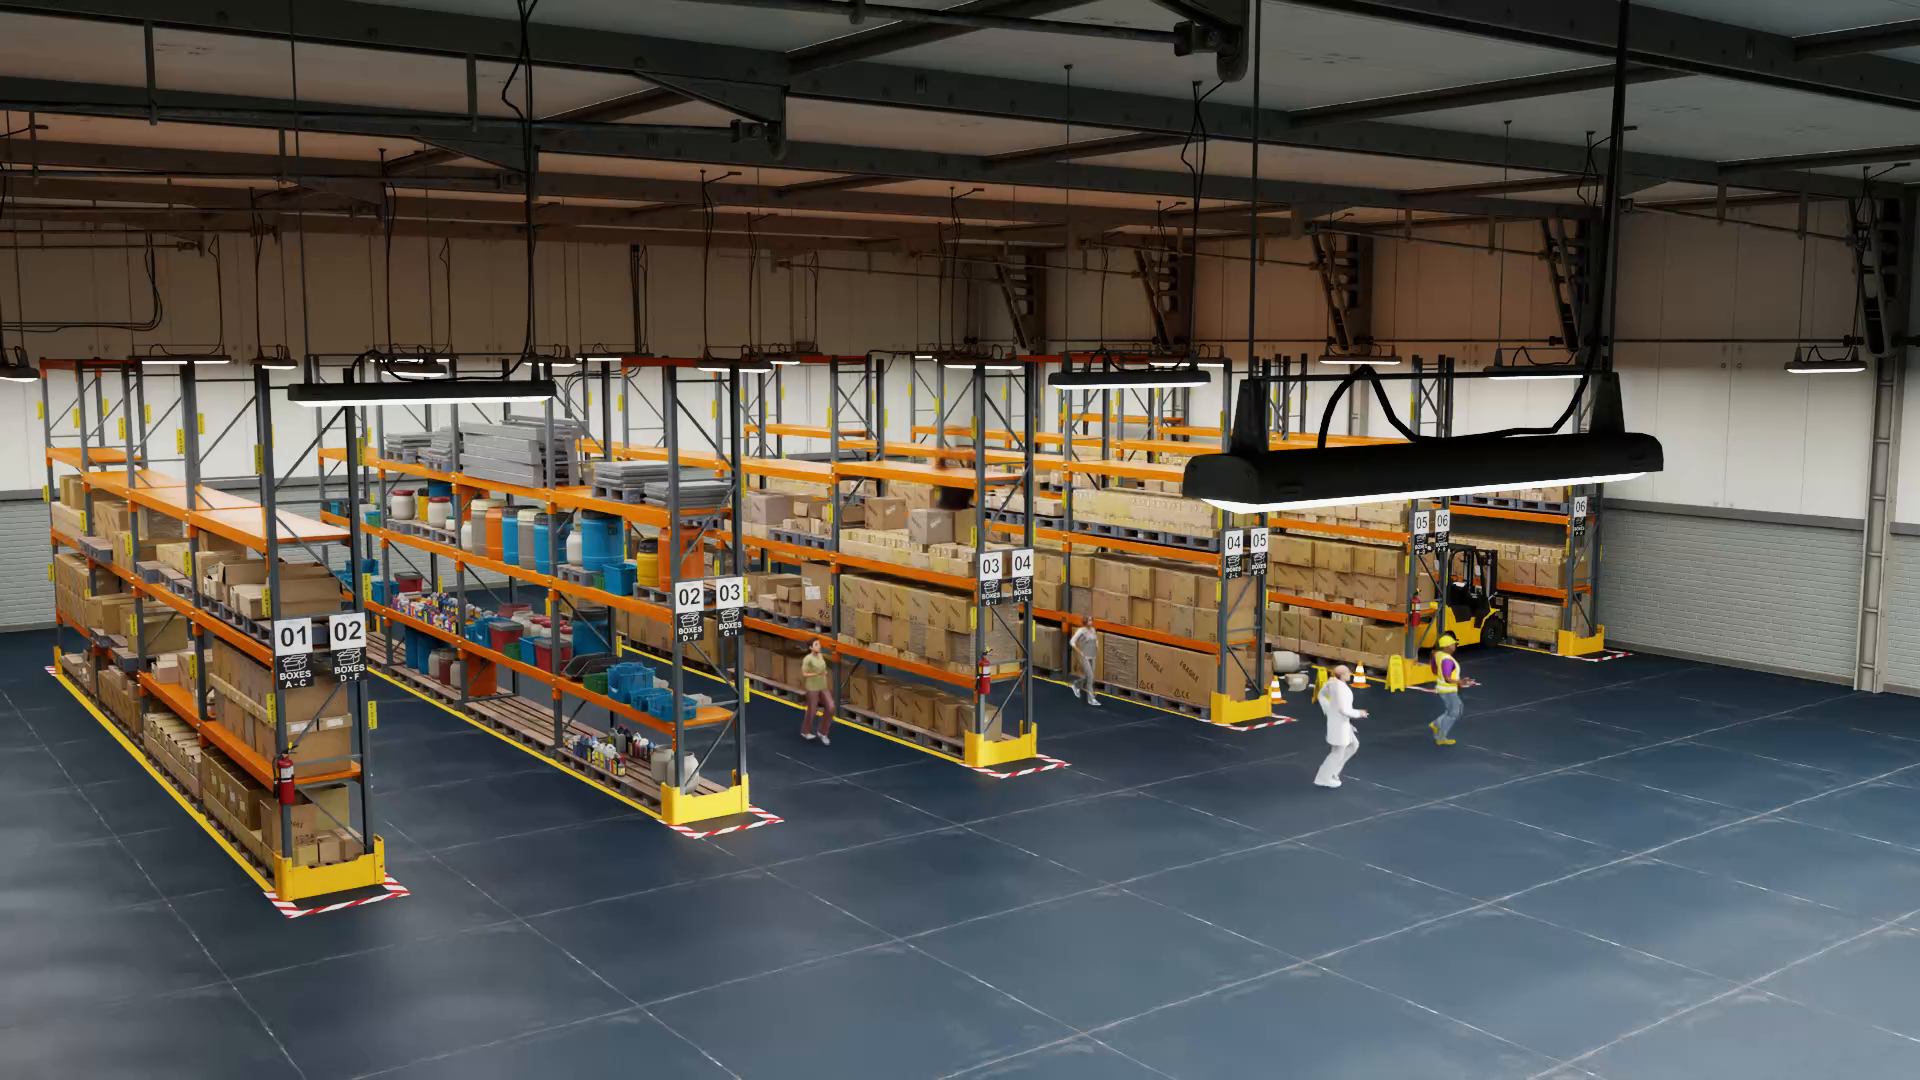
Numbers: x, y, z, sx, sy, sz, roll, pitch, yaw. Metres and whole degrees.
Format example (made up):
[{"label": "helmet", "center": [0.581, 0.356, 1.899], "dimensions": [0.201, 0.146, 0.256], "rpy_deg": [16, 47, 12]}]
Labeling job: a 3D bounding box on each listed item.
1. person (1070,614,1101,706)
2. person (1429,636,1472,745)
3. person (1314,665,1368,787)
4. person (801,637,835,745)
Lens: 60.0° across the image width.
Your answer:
[{"label": "person", "center": [2.193, 2.079, 29.008], "dimensions": [0.558, 1.560, 0.723], "rpy_deg": [-6, 9, -42]}, {"label": "person", "center": [7.683, 2.348, 26.046], "dimensions": [0.585, 1.719, 0.691], "rpy_deg": [1, 7, 7]}, {"label": "person", "center": [5.411, 2.639, 23.560], "dimensions": [0.701, 1.763, 0.690], "rpy_deg": [1, 7, 4]}, {"label": "person", "center": [-2.259, 2.374, 26.132], "dimensions": [0.558, 1.708, 0.669], "rpy_deg": [-7, 10, -44]}]
